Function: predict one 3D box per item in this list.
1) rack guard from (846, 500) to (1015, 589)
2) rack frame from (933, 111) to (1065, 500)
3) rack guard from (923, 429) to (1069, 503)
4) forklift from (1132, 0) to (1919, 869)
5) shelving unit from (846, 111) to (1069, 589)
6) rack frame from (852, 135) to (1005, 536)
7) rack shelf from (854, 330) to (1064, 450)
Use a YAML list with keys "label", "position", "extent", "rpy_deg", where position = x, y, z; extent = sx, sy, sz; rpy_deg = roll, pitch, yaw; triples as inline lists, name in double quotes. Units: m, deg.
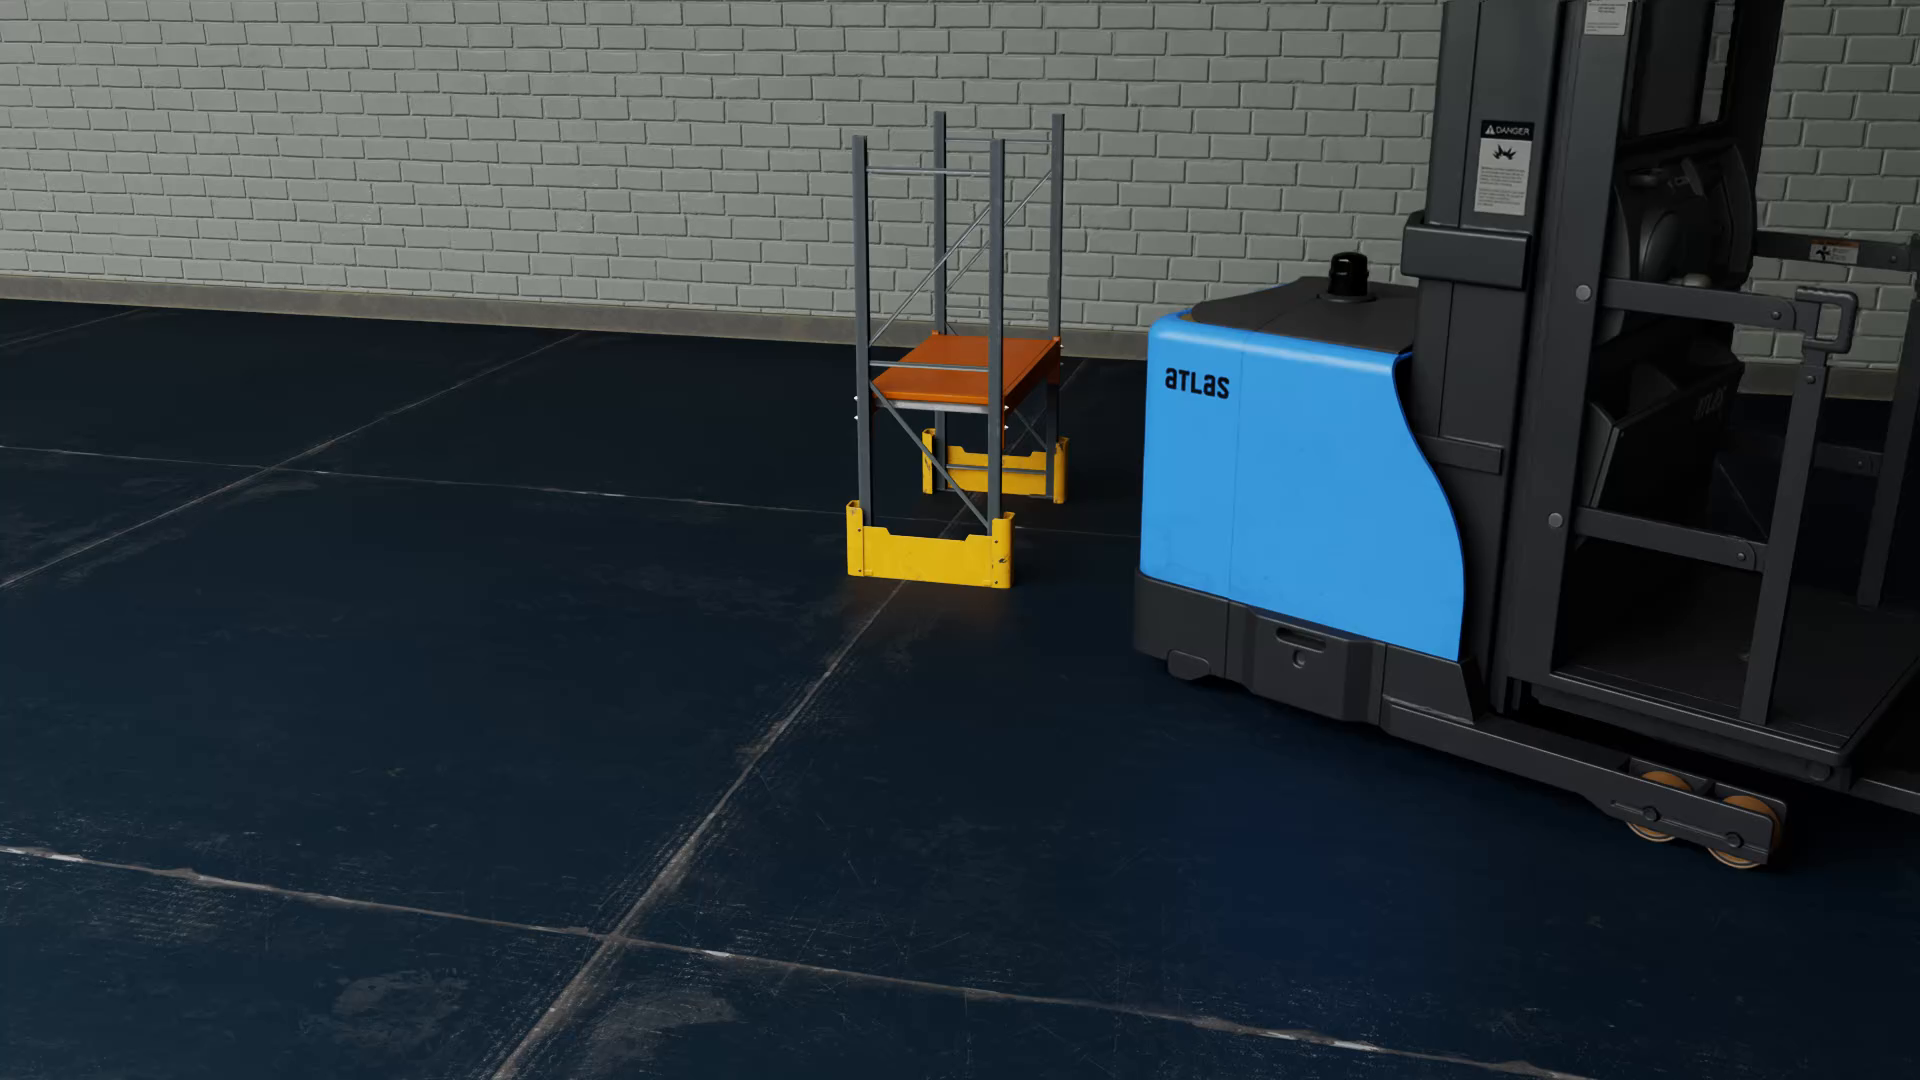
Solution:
- label: "rack guard"
  position: [-0.103, 0.014, 5.760]
  extent: [0.587, 0.250, 0.087]
  rpy_deg: [5, 19, 13]
- label: "rack frame"
  position: [0.145, -0.896, 6.490]
  extent: [0.500, 1.500, 0.032]
  rpy_deg: [5, 19, 13]
- label: "rack guard"
  position: [0.140, -0.298, 6.674]
  extent: [0.587, 0.250, 0.087]
  rpy_deg: [5, 19, 13]
- label: "forklift"
  position: [1.963, -0.805, 4.010]
  extent: [3.031, 2.935, 1.130]
  rpy_deg: [16, 24, 38]
- label: "shelving unit"
  position: [0.019, -0.734, 6.015]
  extent: [0.587, 1.500, 1.083]
  rpy_deg: [5, 19, 13]
- label: "rack frame"
  position: [-0.103, -0.577, 5.557]
  extent: [0.500, 1.500, 0.032]
  rpy_deg: [5, 19, 13]
- label: "rack shelf"
  position: [0.021, -0.566, 6.082]
  extent: [0.538, 0.185, 1.000]
  rpy_deg: [5, 19, 13]
